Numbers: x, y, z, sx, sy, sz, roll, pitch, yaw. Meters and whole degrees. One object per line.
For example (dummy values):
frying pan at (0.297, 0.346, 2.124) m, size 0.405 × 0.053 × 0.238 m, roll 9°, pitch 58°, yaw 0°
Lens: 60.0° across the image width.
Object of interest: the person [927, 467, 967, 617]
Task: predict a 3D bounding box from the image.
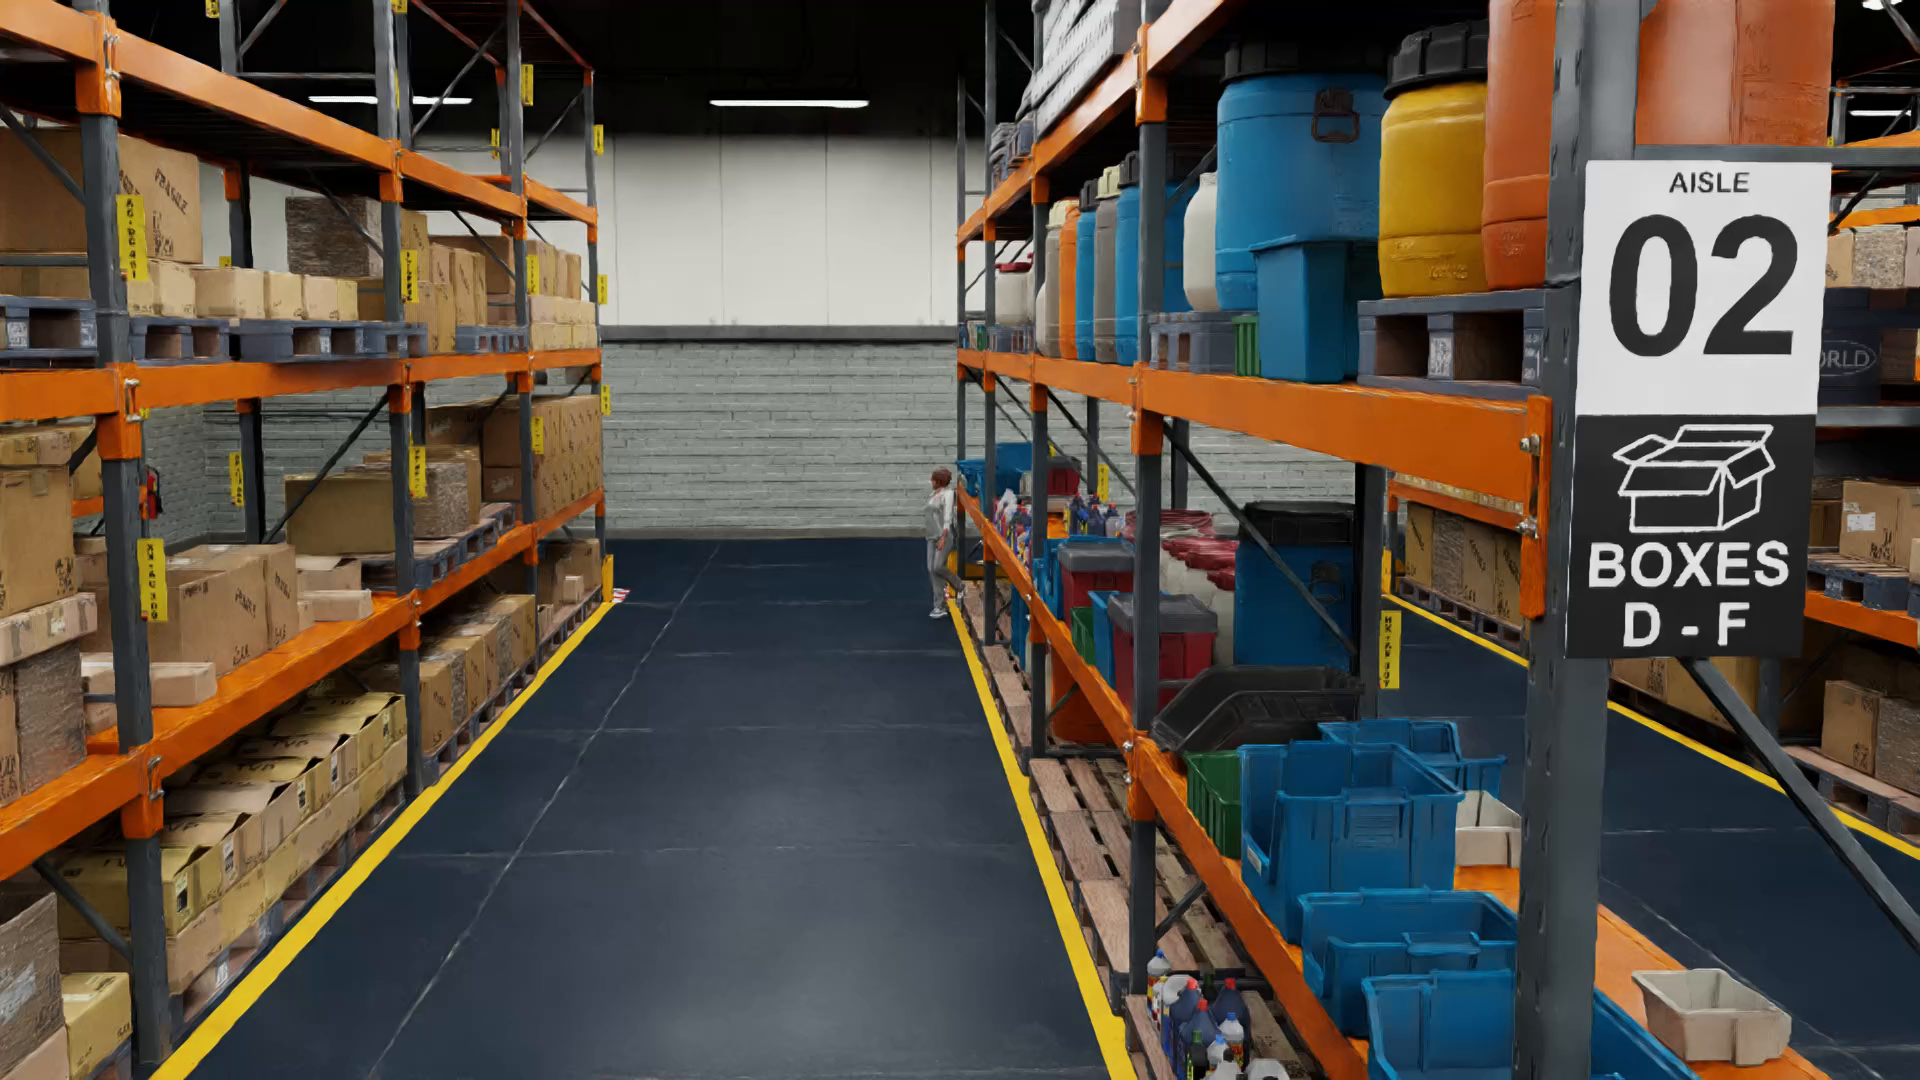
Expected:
person at (-0.214, 0.015, 17.565) m, size 0.509 × 1.551 × 0.487 m, roll -5°, pitch 9°, yaw -37°
